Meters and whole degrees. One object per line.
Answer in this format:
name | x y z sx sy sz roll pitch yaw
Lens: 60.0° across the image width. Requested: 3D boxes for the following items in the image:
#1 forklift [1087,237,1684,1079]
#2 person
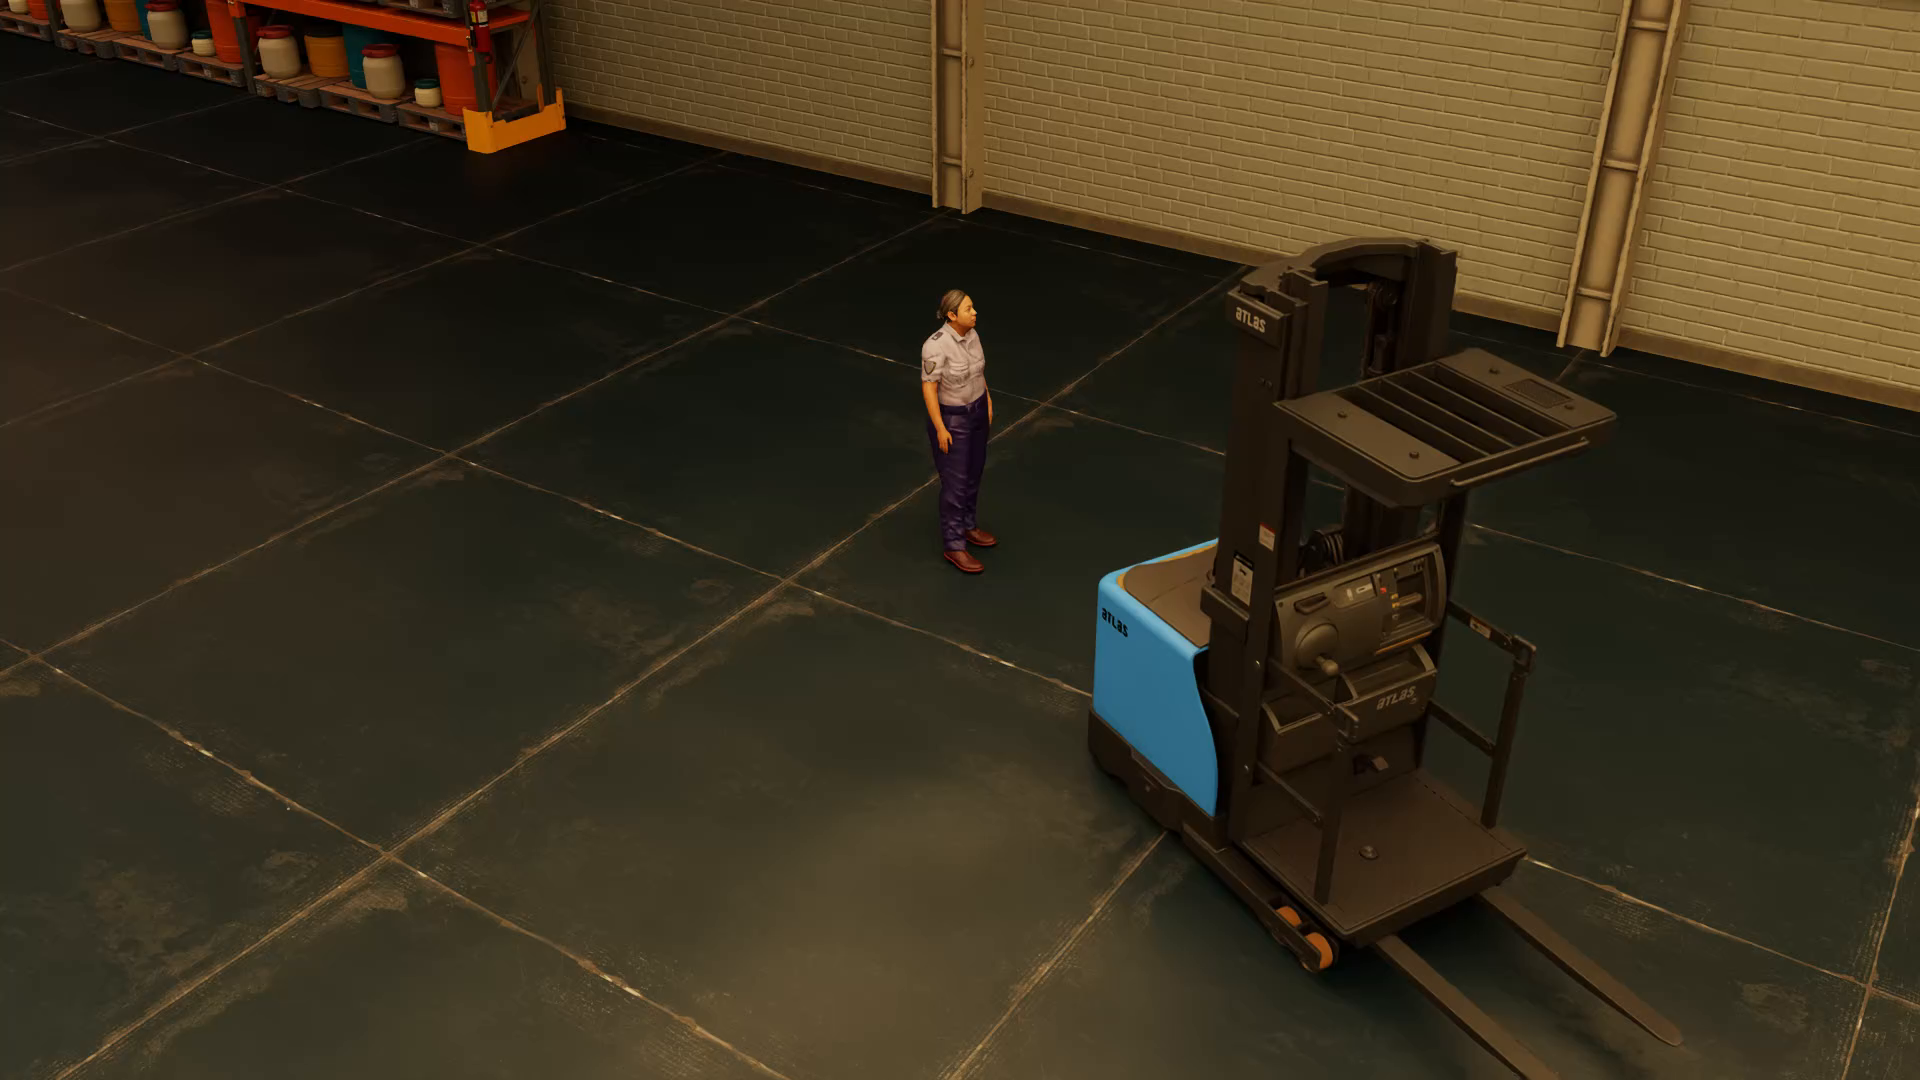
forklift | 1.835 0.349 6.980 1.130 2.935 3.031 -16 34 -26
person | 0.062 -0.685 10.023 0.503 1.650 0.599 19 35 29
